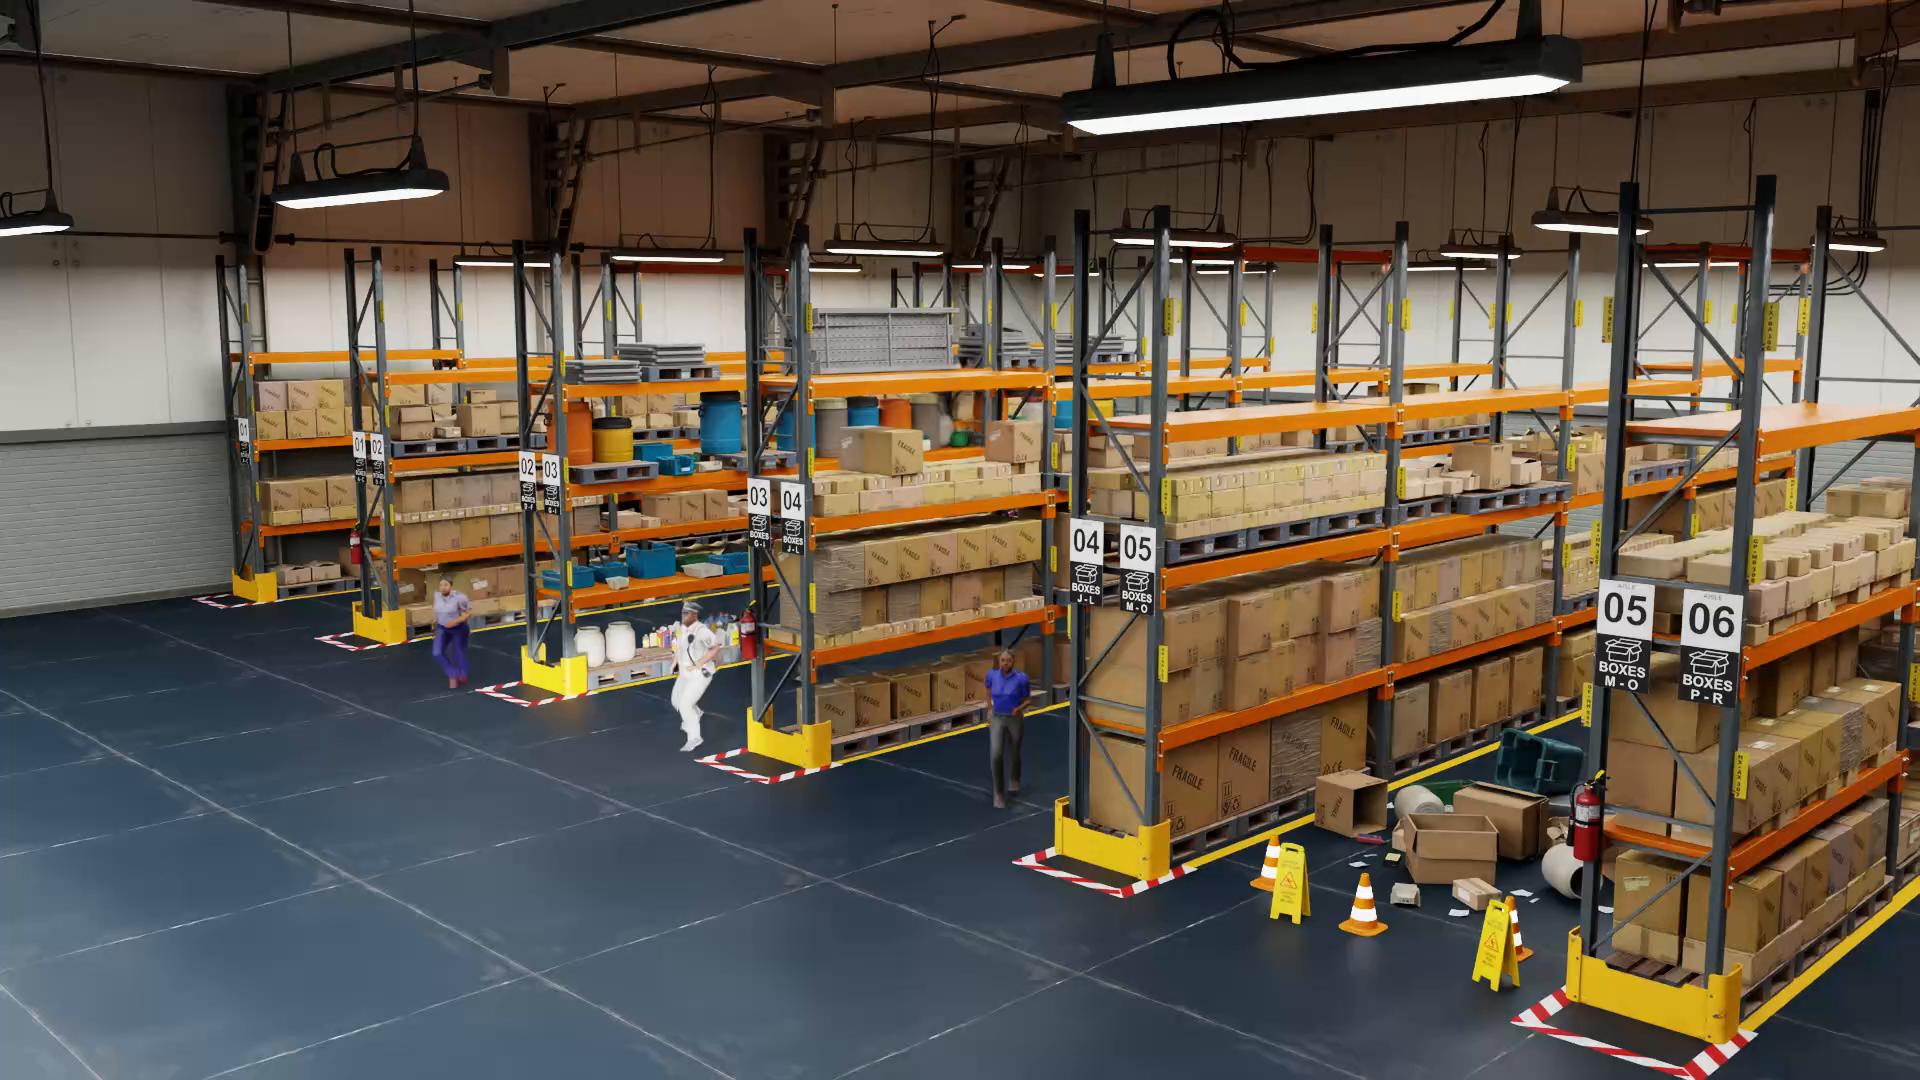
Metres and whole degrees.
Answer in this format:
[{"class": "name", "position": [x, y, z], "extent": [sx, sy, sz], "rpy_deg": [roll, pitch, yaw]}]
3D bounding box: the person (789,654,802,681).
[{"class": "person", "position": [-2.182, 1.124, 22.853], "extent": [0.583, 1.654, 0.560], "rpy_deg": [5, 9, 29]}]

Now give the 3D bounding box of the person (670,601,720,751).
[{"class": "person", "position": [-3.141, 1.570, 19.605], "extent": [0.884, 1.789, 0.697], "rpy_deg": [8, 11, 43]}]

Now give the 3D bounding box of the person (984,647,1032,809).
[{"class": "person", "position": [0.491, 1.940, 17.296], "extent": [0.507, 1.706, 0.846], "rpy_deg": [1, 8, 4]}]

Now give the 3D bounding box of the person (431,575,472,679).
[{"class": "person", "position": [-6.843, 1.177, 22.483], "extent": [0.614, 1.477, 0.784], "rpy_deg": [1, 8, 7]}]
